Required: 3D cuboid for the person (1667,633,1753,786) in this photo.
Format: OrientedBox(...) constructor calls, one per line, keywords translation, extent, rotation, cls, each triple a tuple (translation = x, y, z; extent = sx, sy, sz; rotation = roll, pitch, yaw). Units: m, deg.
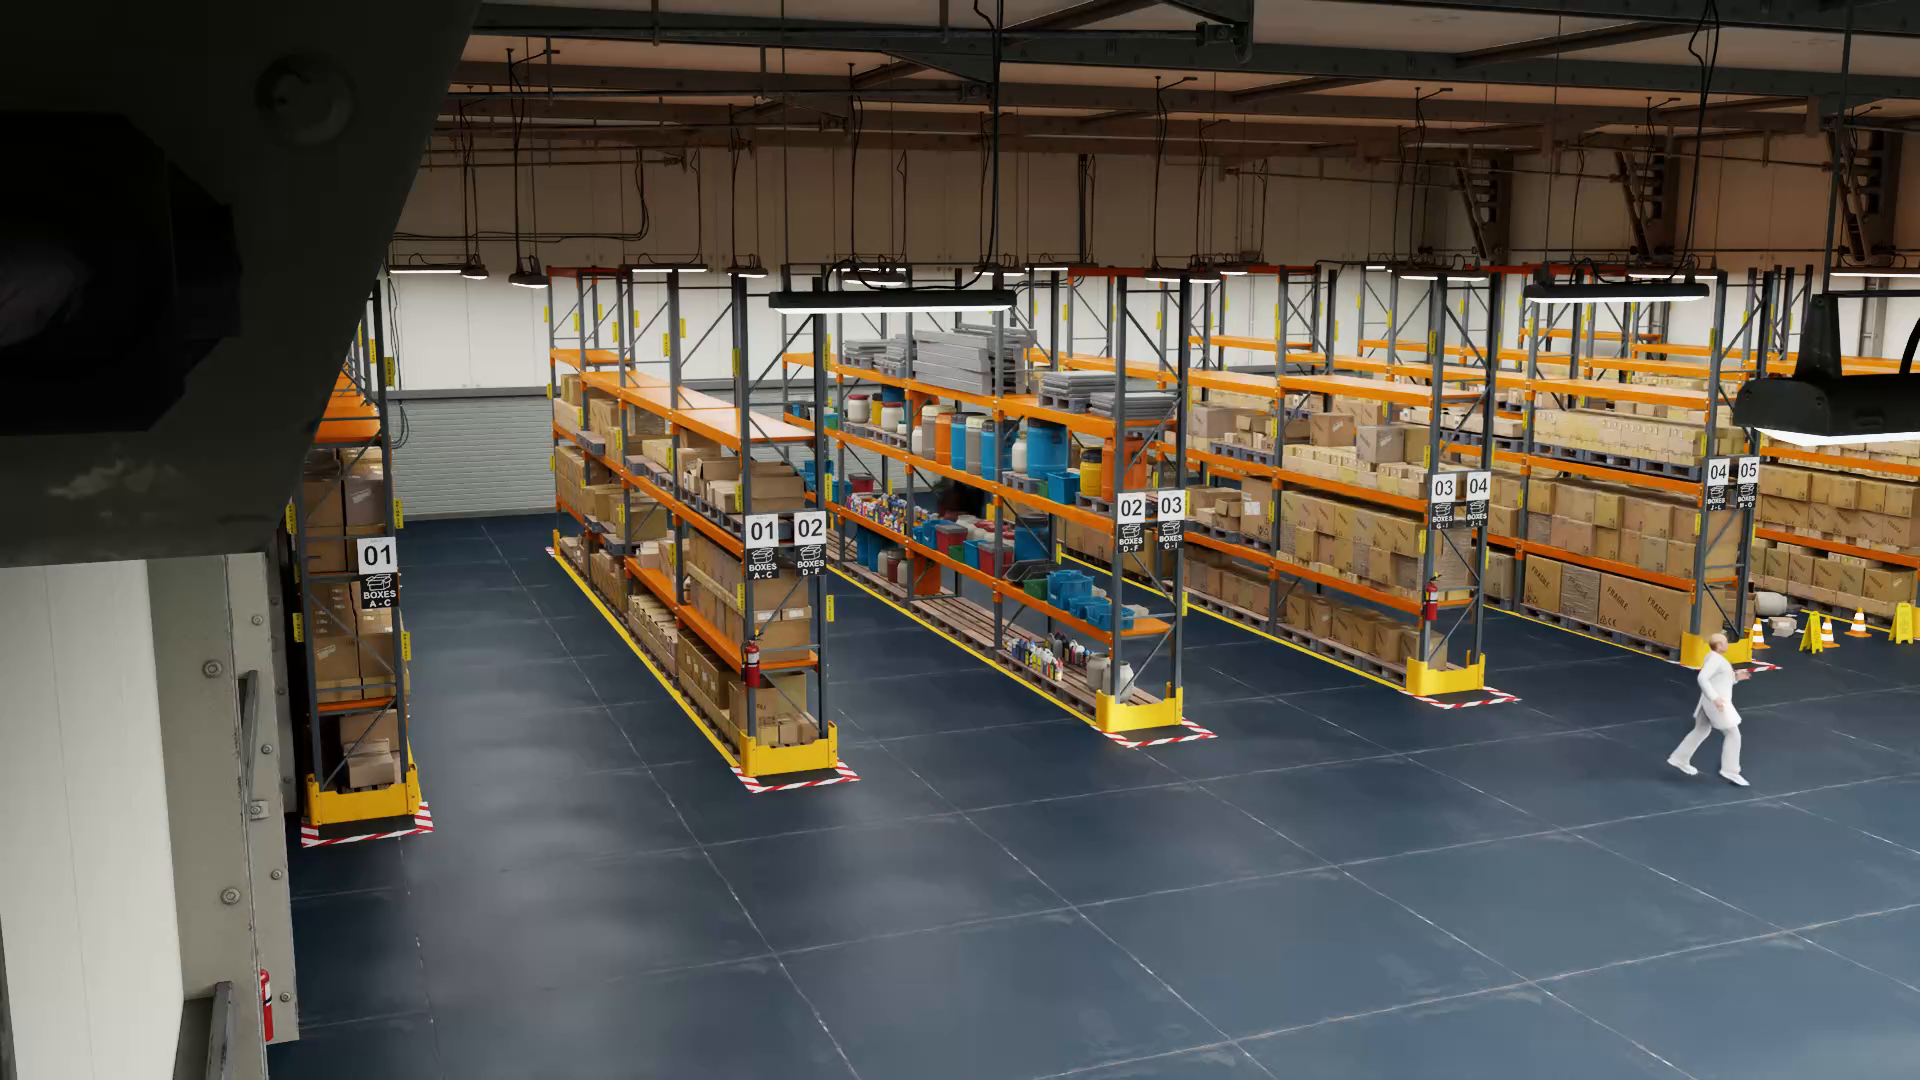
OrientedBox(translation=(9.010, 2.015, 19.908), extent=(0.908, 1.836, 0.677), rotation=(1, 10, 7), cls="person")
